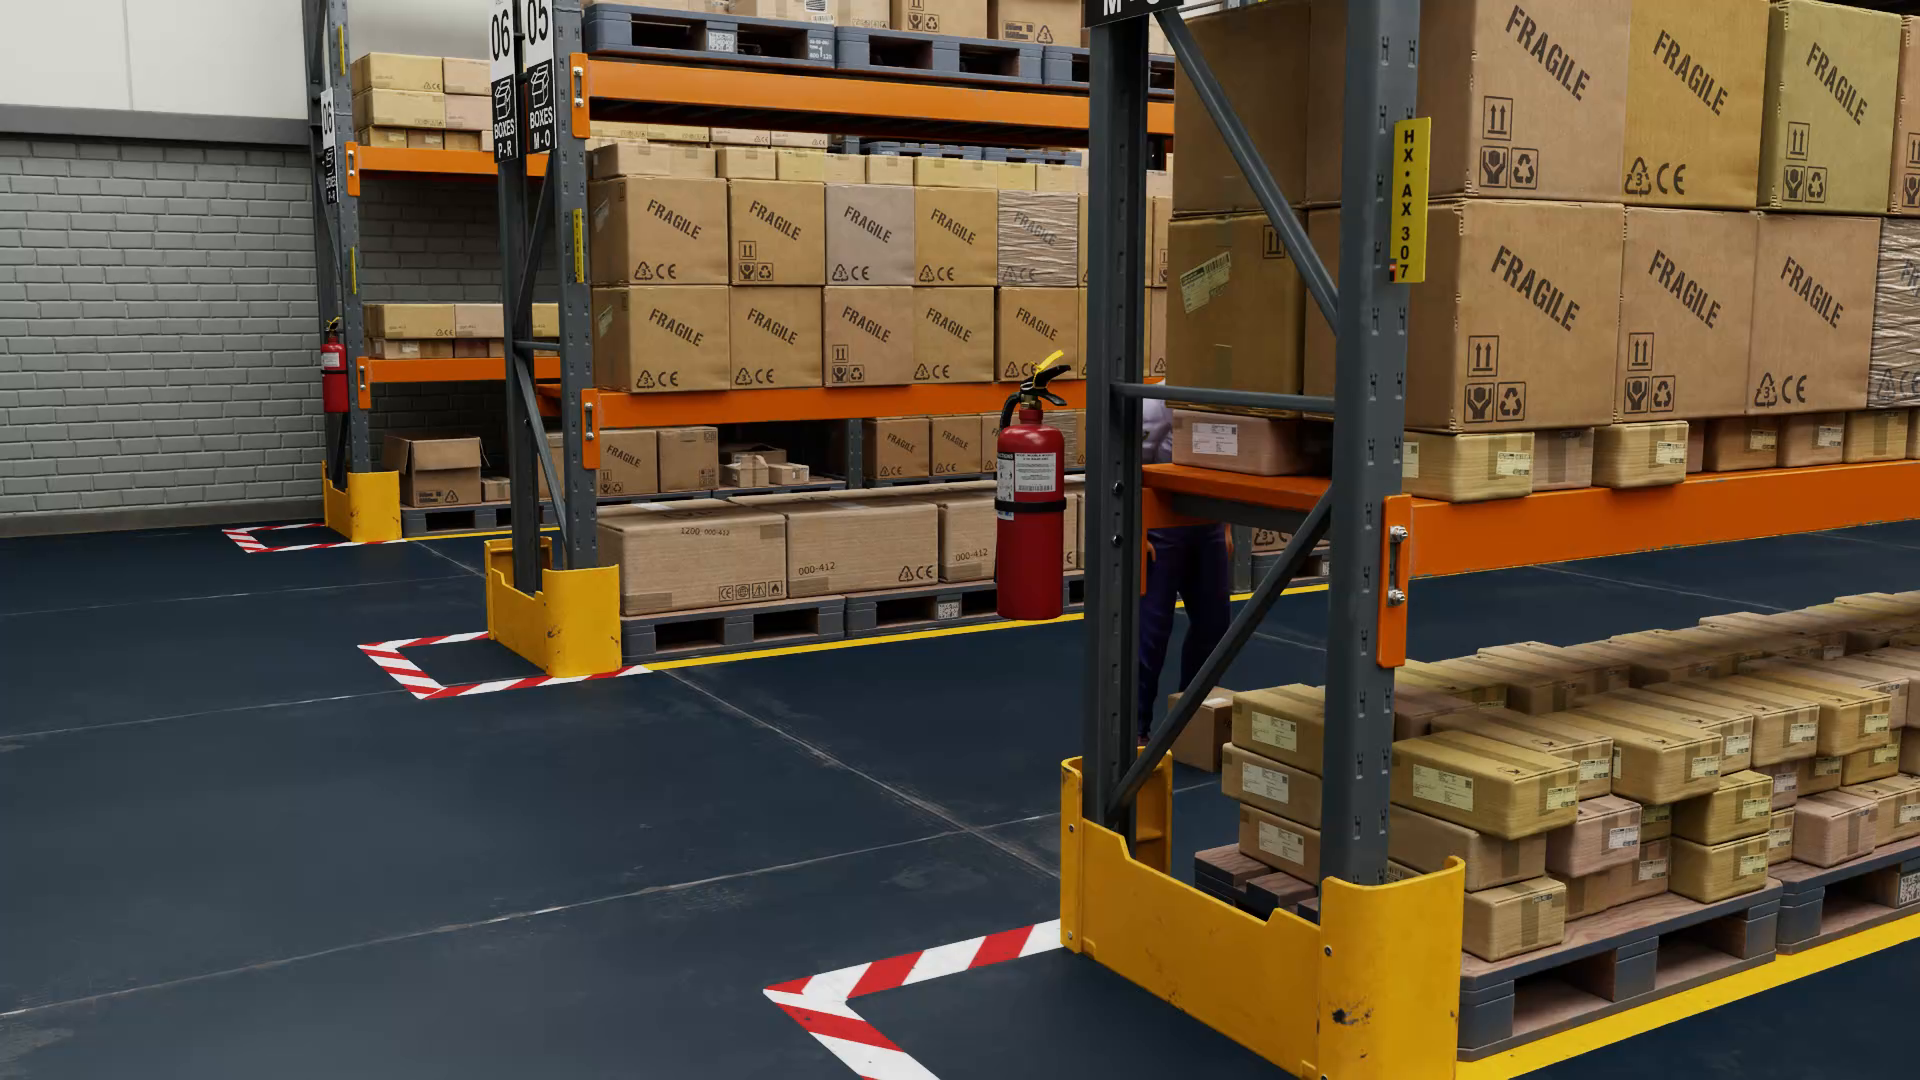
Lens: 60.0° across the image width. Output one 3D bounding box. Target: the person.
[{"bbox_3d":[0.849,-0.003,6.380,0.556,1.651,0.425,-6,10,-34],"label":"person"}]
